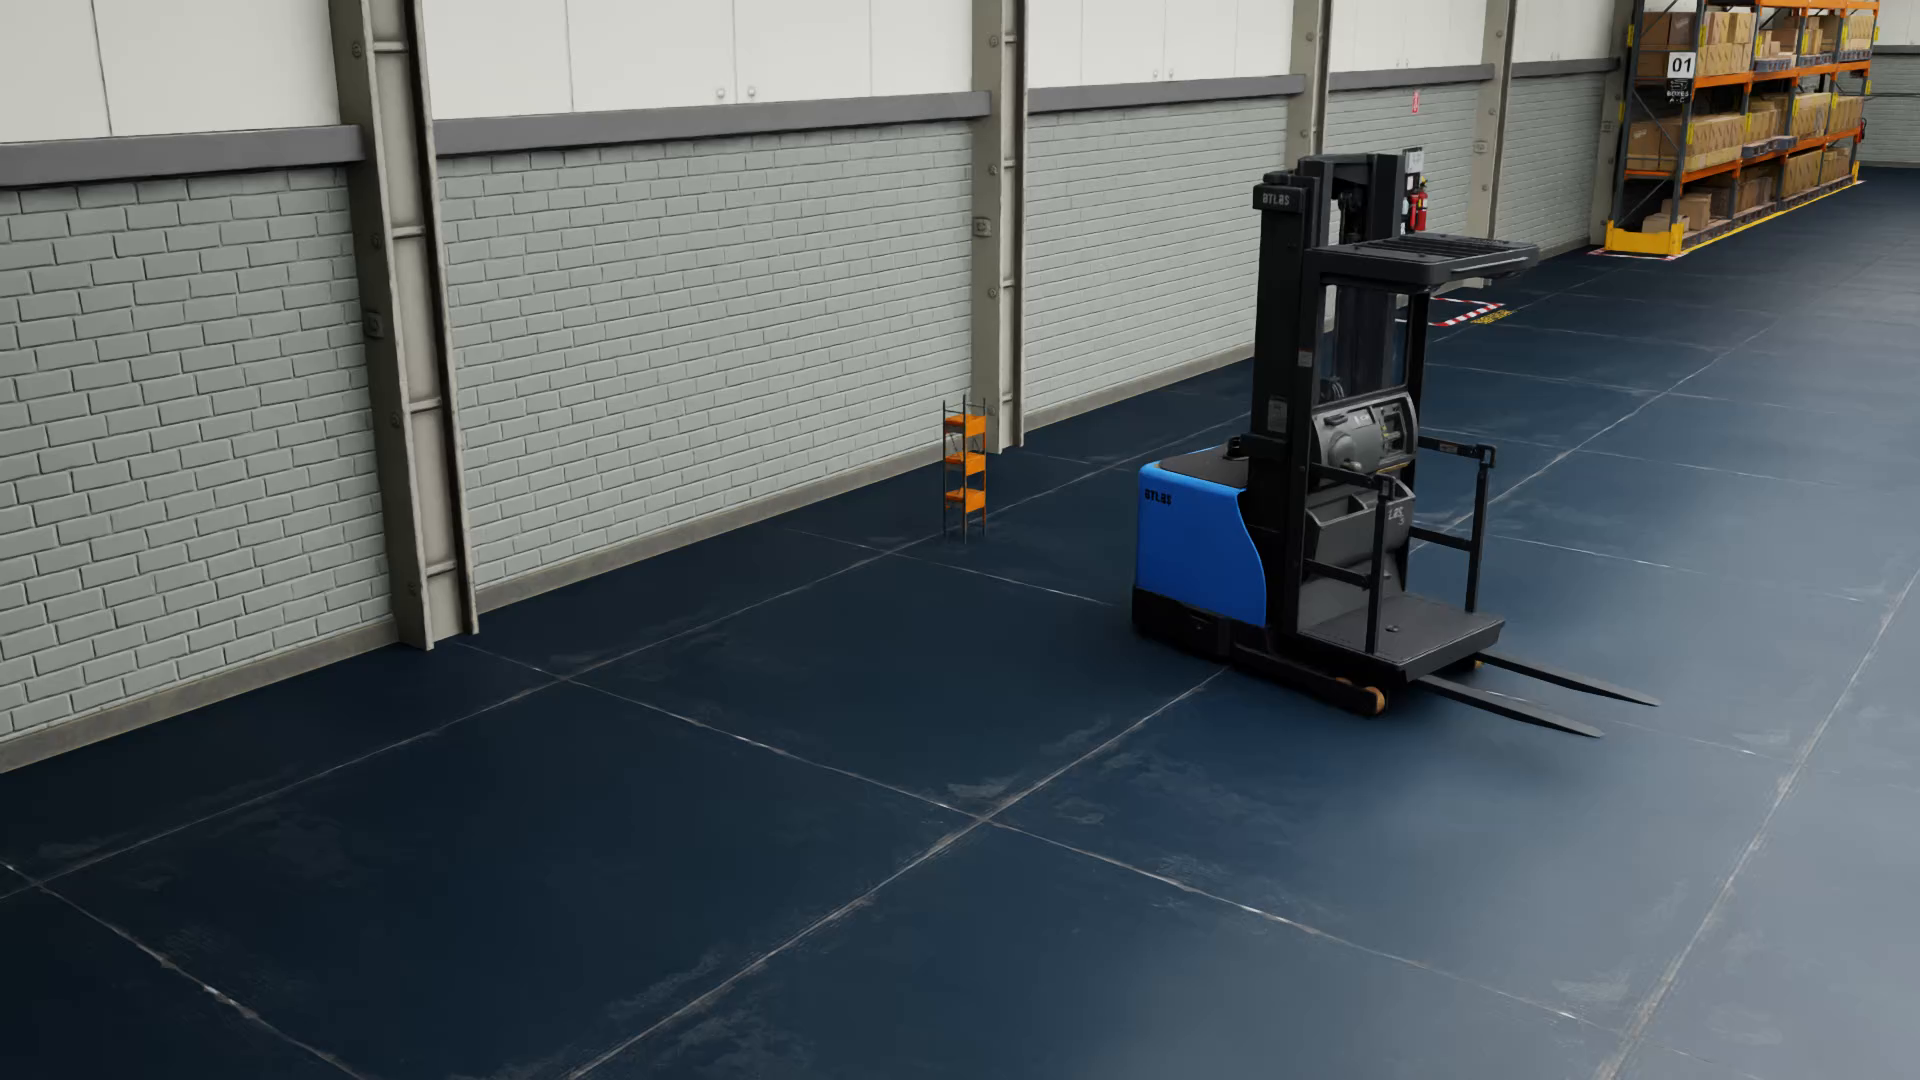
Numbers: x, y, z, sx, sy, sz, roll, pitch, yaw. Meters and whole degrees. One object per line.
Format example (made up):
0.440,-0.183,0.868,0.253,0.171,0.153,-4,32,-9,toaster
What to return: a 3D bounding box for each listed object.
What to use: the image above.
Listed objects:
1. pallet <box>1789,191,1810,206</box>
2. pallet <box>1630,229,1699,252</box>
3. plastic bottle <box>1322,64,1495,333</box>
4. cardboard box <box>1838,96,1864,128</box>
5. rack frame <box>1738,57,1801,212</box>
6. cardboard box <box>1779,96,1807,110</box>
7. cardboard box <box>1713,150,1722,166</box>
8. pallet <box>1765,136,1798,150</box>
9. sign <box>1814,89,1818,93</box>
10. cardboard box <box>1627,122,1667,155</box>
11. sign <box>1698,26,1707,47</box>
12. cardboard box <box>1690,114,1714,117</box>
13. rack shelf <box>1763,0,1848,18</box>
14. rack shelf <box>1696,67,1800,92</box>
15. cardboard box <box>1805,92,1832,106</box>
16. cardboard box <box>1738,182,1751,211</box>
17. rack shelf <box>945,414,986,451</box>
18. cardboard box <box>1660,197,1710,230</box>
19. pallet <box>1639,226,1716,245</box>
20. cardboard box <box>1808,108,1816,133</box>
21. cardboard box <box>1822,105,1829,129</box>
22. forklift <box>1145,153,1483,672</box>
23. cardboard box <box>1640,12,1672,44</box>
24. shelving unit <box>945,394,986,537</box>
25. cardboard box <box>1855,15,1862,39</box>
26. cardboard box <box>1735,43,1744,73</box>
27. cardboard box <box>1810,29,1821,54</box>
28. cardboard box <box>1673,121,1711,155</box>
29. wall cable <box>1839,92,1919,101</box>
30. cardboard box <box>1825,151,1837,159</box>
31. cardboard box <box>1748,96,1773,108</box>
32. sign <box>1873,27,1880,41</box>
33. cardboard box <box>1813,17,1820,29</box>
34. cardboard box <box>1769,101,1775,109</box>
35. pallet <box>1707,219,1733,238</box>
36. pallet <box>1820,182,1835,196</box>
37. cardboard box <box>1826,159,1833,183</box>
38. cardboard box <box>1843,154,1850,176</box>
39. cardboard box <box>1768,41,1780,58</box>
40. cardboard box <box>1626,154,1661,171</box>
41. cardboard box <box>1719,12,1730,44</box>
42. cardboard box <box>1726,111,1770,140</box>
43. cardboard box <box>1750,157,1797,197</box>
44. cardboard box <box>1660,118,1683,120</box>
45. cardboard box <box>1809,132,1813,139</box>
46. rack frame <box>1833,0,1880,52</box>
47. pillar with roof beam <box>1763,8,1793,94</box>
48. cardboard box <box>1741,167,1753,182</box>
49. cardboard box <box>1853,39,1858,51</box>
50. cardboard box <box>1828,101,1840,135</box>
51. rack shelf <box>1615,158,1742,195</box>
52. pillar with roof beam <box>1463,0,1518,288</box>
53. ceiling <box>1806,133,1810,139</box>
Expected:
17.362,-7.270,35.300,1.003,0.211,1.213,12,21,35,pallet
11.895,-5.107,28.332,1.003,0.211,1.213,12,21,35,pallet
5.661,-4.465,21.394,0.200,3.100,6.000,12,21,35,plastic bottle
20.575,-10.064,39.087,0.980,0.700,0.700,14,22,37,cardboard box
16.104,-8.138,33.393,1.000,3.000,0.127,12,21,35,rack frame
16.902,-8.887,33.834,0.500,0.250,0.500,12,21,34,cardboard box
12.793,-6.597,28.650,0.500,0.250,0.500,13,21,35,cardboard box
15.765,-7.858,32.814,1.213,0.211,1.003,12,21,35,pallet
20.429,-10.595,39.709,0.100,0.325,0.005,12,21,35,sign
11.448,-6.679,27.648,0.500,0.500,0.500,12,21,34,cardboard box
11.773,-7.987,26.374,0.100,0.325,0.005,12,21,35,sign
13.273,-7.407,29.992,0.500,0.500,0.500,12,21,33,cardboard box
17.296,-10.945,34.203,1.077,0.370,4.000,12,21,35,rack shelf
14.913,-8.751,31.521,1.077,0.370,4.000,12,21,35,rack shelf
18.415,-9.492,35.784,0.500,0.250,0.500,13,22,36,cardboard box
14.750,-6.627,31.998,0.700,0.500,0.500,13,21,35,cardboard box
0.032,-0.775,12.048,0.215,0.259,0.240,12,21,35,rack shelf
12.639,-5.700,29.014,0.700,0.500,0.500,11,20,31,cardboard box
12.623,-5.396,29.264,1.003,0.211,1.213,12,21,35,pallet
17.519,-8.775,34.738,0.500,0.500,0.500,13,22,36,cardboard box
18.415,-9.136,35.901,0.500,0.500,0.500,12,21,34,cardboard box
25.507,-3.312,17.591,47.191,3.159,20.855,-15,23,-40,forklift
11.385,-8.349,27.126,0.500,0.500,0.500,14,22,37,cardboard box
0.033,-0.514,12.130,0.215,1.050,0.249,12,21,35,shelving unit
19.729,-11.421,37.017,0.500,0.500,0.500,13,21,35,cardboard box
13.307,-8.393,28.954,0.500,0.500,0.500,10,20,30,cardboard box
17.595,-10.447,34.860,0.700,0.500,0.500,12,21,34,cardboard box
12.166,-6.706,27.734,0.500,0.500,0.500,12,21,35,cardboard box
24.528,-12.710,43.234,3.097,2.526,0.112,12,21,35,wall cable
19.677,-8.741,37.748,0.380,0.149,0.250,12,21,33,cardboard box
16.166,-8.850,33.715,0.500,0.250,0.500,13,22,36,cardboard box
21.299,-11.762,38.645,0.100,0.325,0.005,12,21,35,sign
17.858,-10.953,35.224,0.500,0.250,0.500,14,22,39,cardboard box
15.923,-8.619,32.935,0.380,0.149,0.250,9,20,28,cardboard box
13.349,-5.688,30.203,1.003,0.211,1.213,12,21,35,pallet
19.004,-7.927,37.413,1.003,0.211,1.213,12,21,35,pallet
19.318,-8.377,37.668,0.700,0.500,0.500,12,21,34,cardboard box
20.534,-8.866,39.243,0.700,0.500,0.500,12,21,35,cardboard box
15.257,-9.337,31.988,0.797,0.503,0.637,16,24,42,cardboard box
11.460,-6.316,27.745,0.500,0.250,0.500,13,21,35,cardboard box
12.398,-8.484,27.559,0.500,0.500,0.500,13,22,36,cardboard box
15.108,-7.982,31.978,0.700,0.500,0.500,12,21,35,cardboard box
16.648,-7.464,34.139,0.750,0.750,0.750,12,21,34,cardboard box
12.360,-7.041,28.813,0.500,0.500,0.500,13,21,35,cardboard box
17.883,-8.612,35.309,0.380,0.149,0.250,12,21,35,cardboard box
24.032,-7.906,27.264,20.791,5.808,16.191,12,21,35,rack frame
21.667,-11.515,34.151,9.100,9.000,0.400,12,21,35,pillar with roof beam
15.025,-7.084,32.206,0.500,0.250,0.500,12,21,34,cardboard box
19.726,-11.061,37.121,0.500,0.250,0.500,12,21,33,cardboard box
18.824,-9.361,36.823,0.980,0.700,0.700,13,21,36,cardboard box
12.529,-6.366,28.898,1.077,0.370,4.000,12,21,35,rack shelf
10.942,-7.228,20.345,9.100,9.000,0.400,12,21,35,pillar with roof beam
15.220,-5.958,14.047,21.274,7.690,36.812,12,21,35,ceiling
